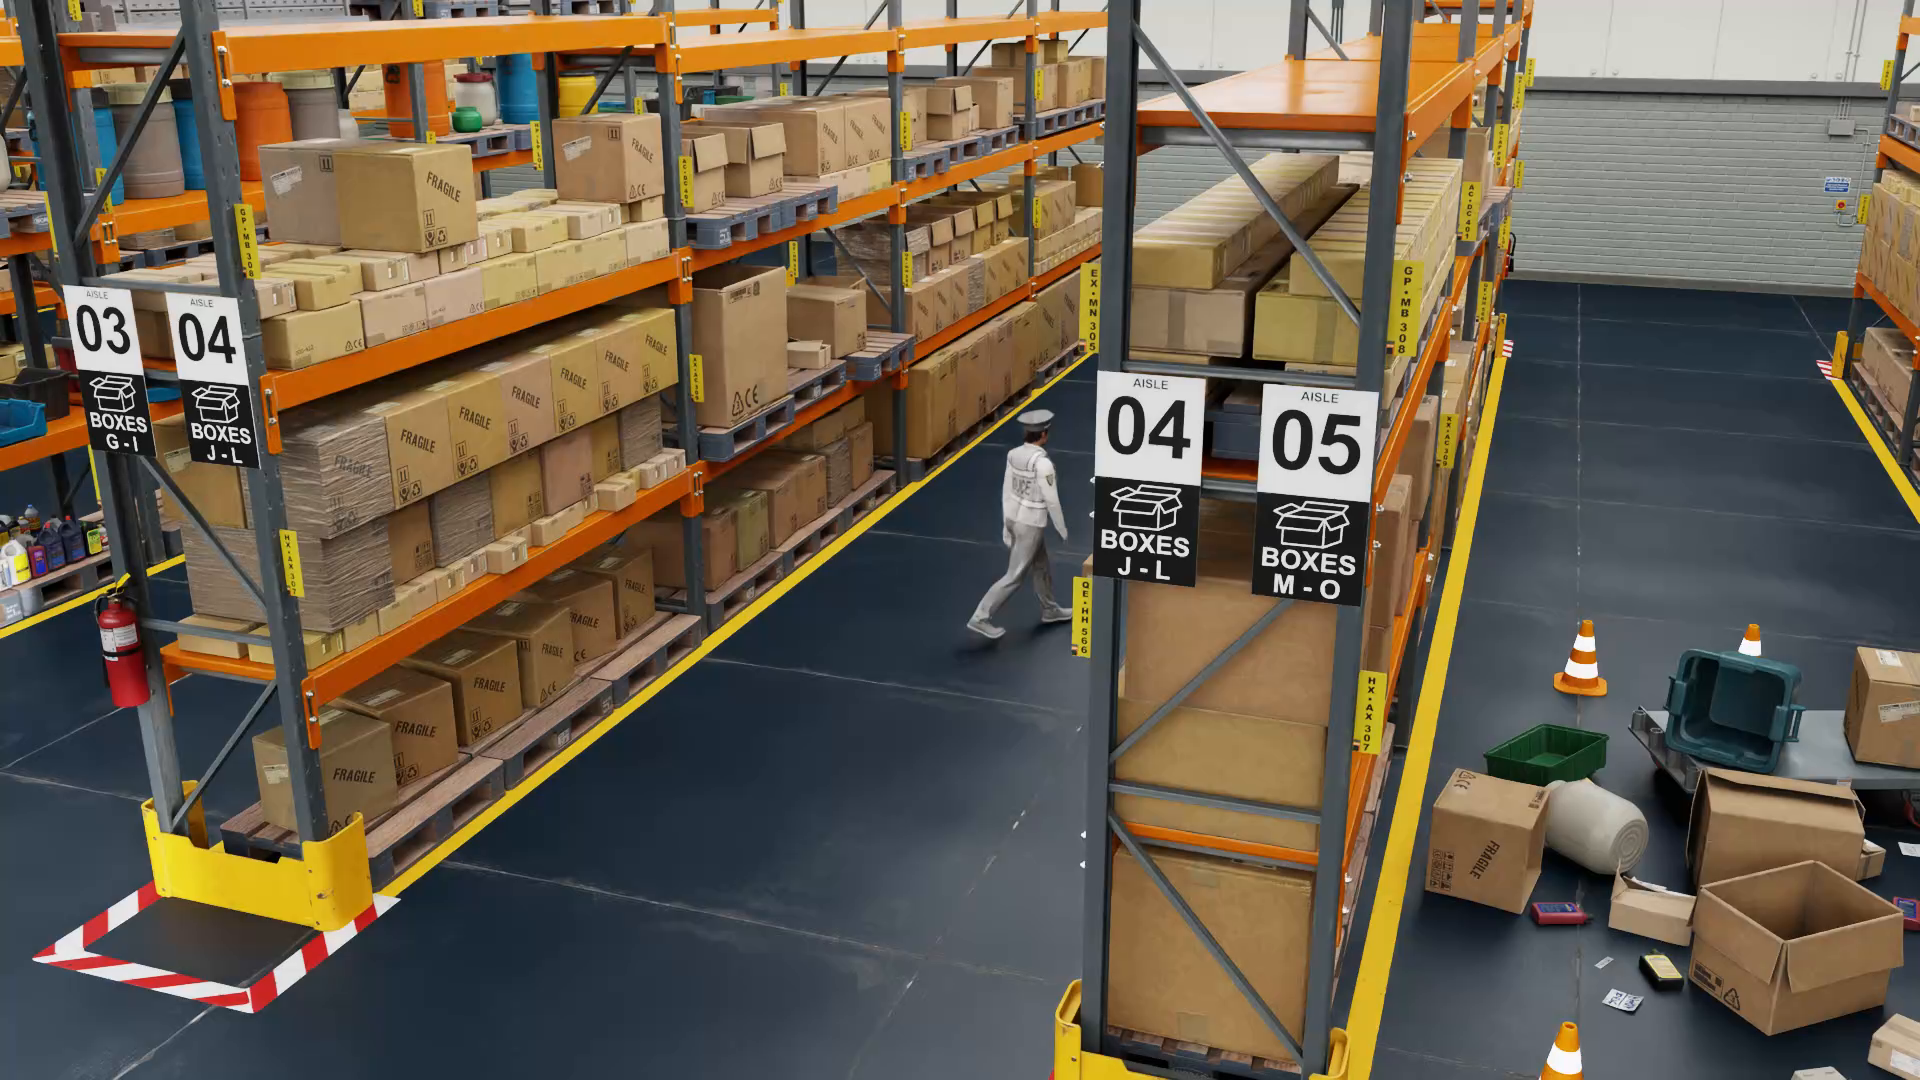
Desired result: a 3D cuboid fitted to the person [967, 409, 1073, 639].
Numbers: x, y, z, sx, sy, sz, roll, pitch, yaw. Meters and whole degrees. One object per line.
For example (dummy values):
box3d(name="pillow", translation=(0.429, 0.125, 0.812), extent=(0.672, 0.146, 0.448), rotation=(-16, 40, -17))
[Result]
box3d(name="person", translation=(0.470, -0.106, 11.883), extent=(0.970, 1.620, 0.471), rotation=(-8, 20, -23))
